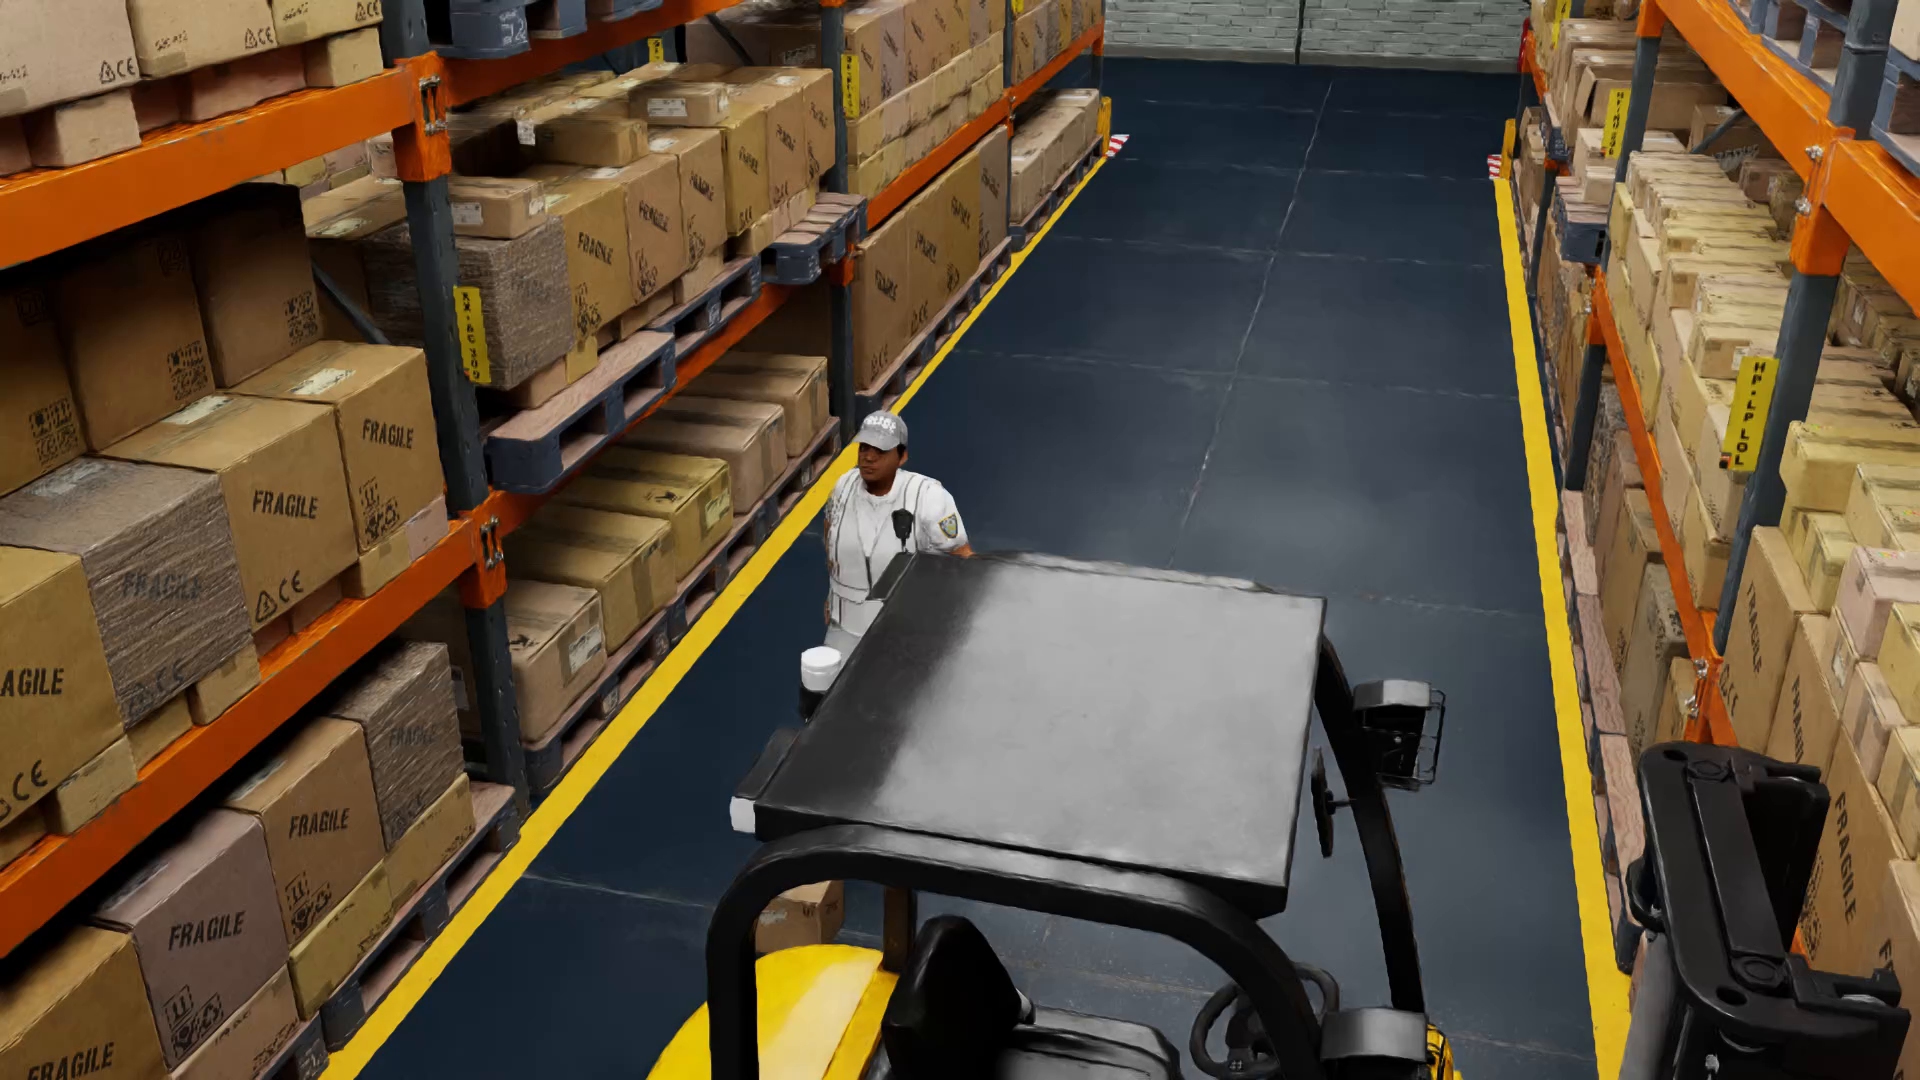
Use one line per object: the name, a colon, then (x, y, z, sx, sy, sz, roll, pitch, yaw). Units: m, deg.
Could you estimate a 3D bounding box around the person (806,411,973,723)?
person: (-0.296, 0.339, 5.963, 0.612, 1.572, 0.763, 6, 26, 13)
